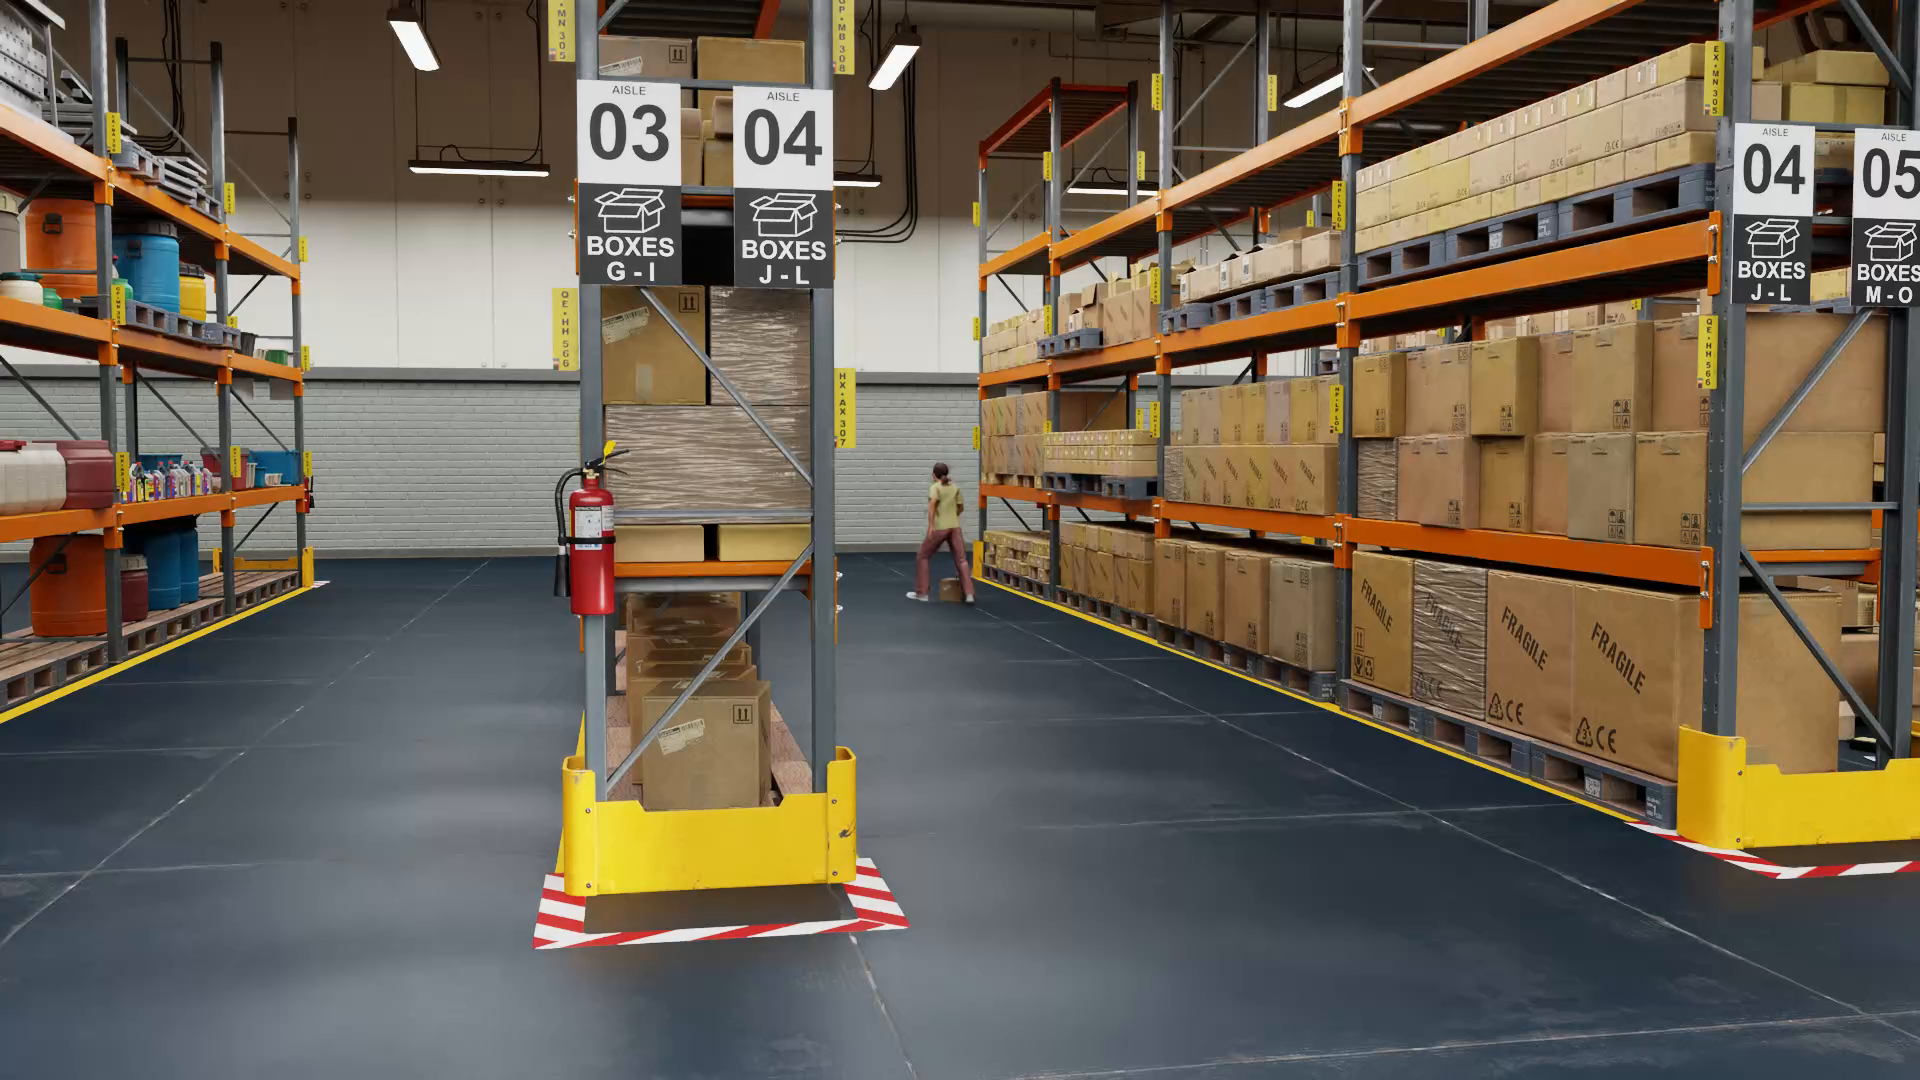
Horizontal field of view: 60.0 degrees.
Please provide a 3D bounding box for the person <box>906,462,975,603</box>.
[{"bbox_3d":[-0.175,-0.090,19.101,0.612,1.605,0.814,-2,4,-29],"label":"person"}]
